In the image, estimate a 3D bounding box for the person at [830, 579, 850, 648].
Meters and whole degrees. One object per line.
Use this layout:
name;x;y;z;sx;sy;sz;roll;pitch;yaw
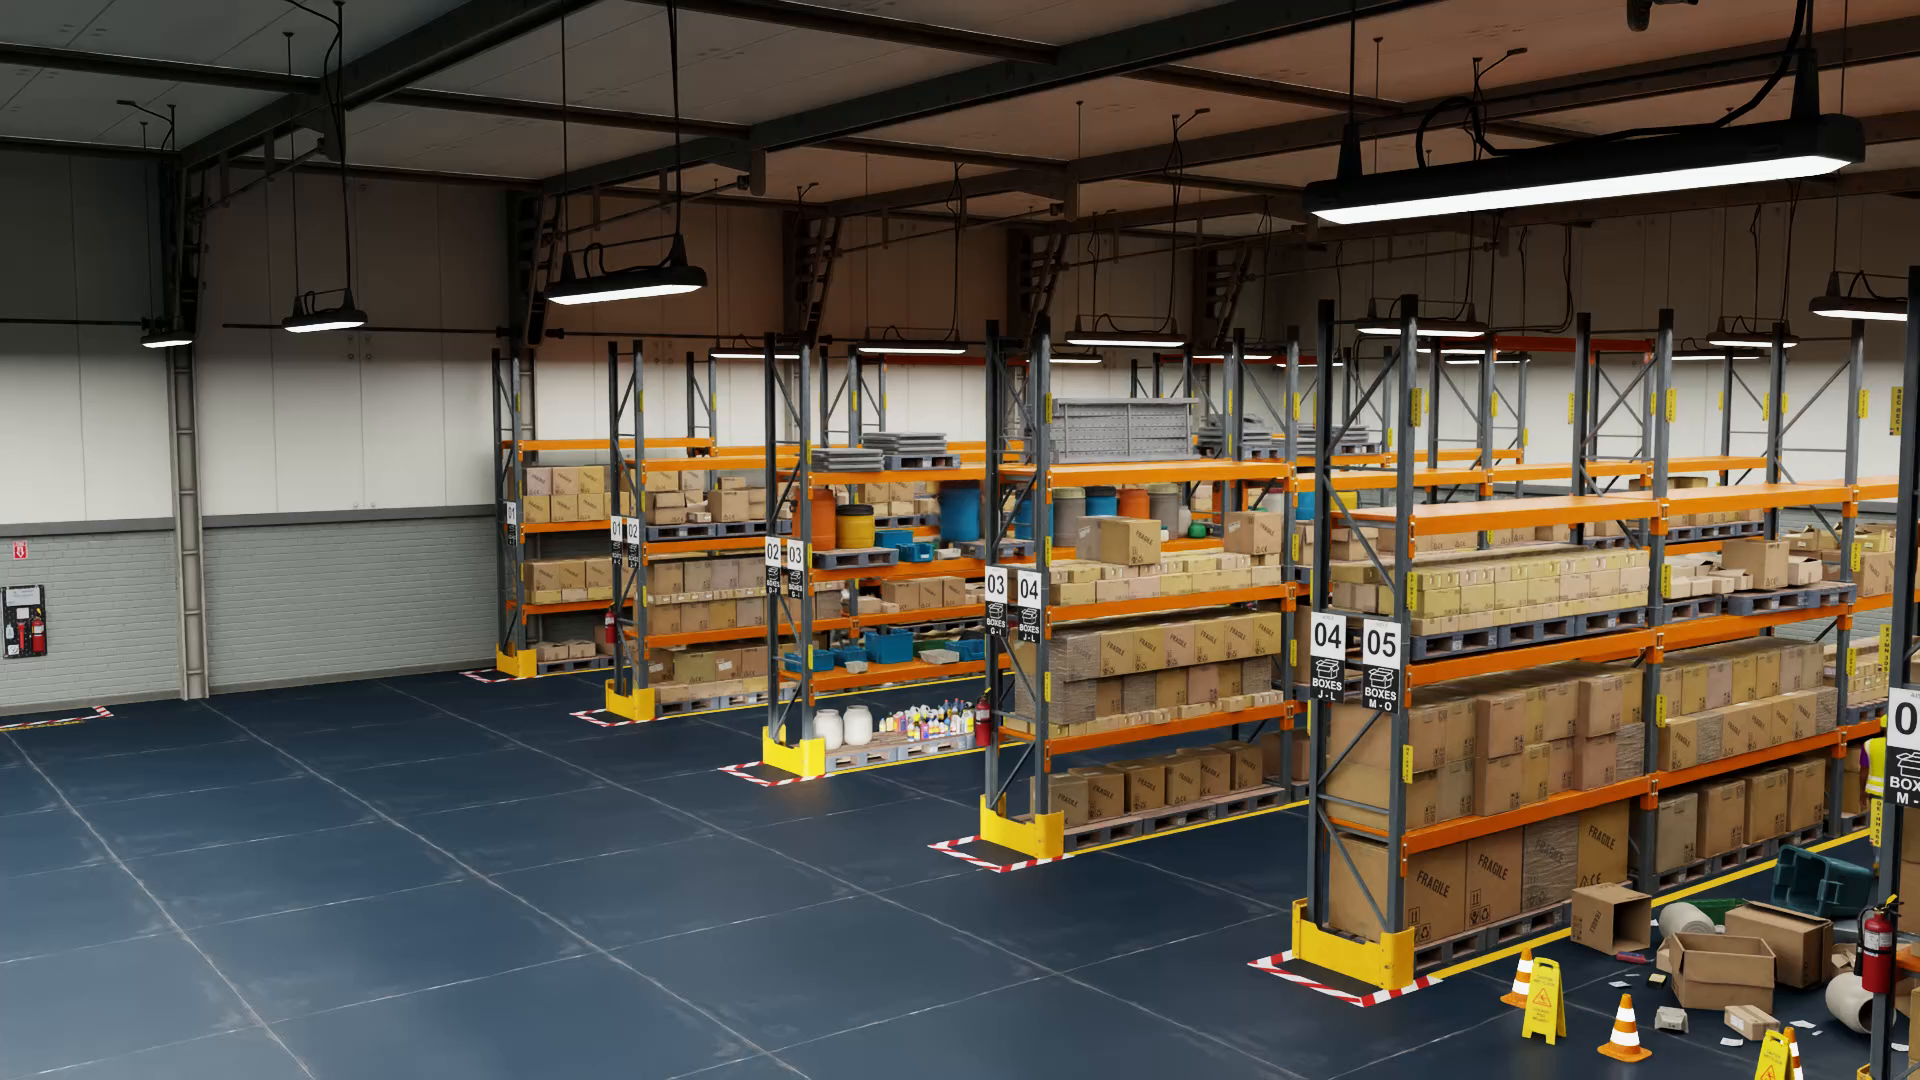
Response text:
person;-2.313;1.515;31.981;0.979;1.652;0.565;-3;6;-27

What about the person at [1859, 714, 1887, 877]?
person;9.885;2.734;17.758;0.547;1.767;0.595;-3;6;-28
